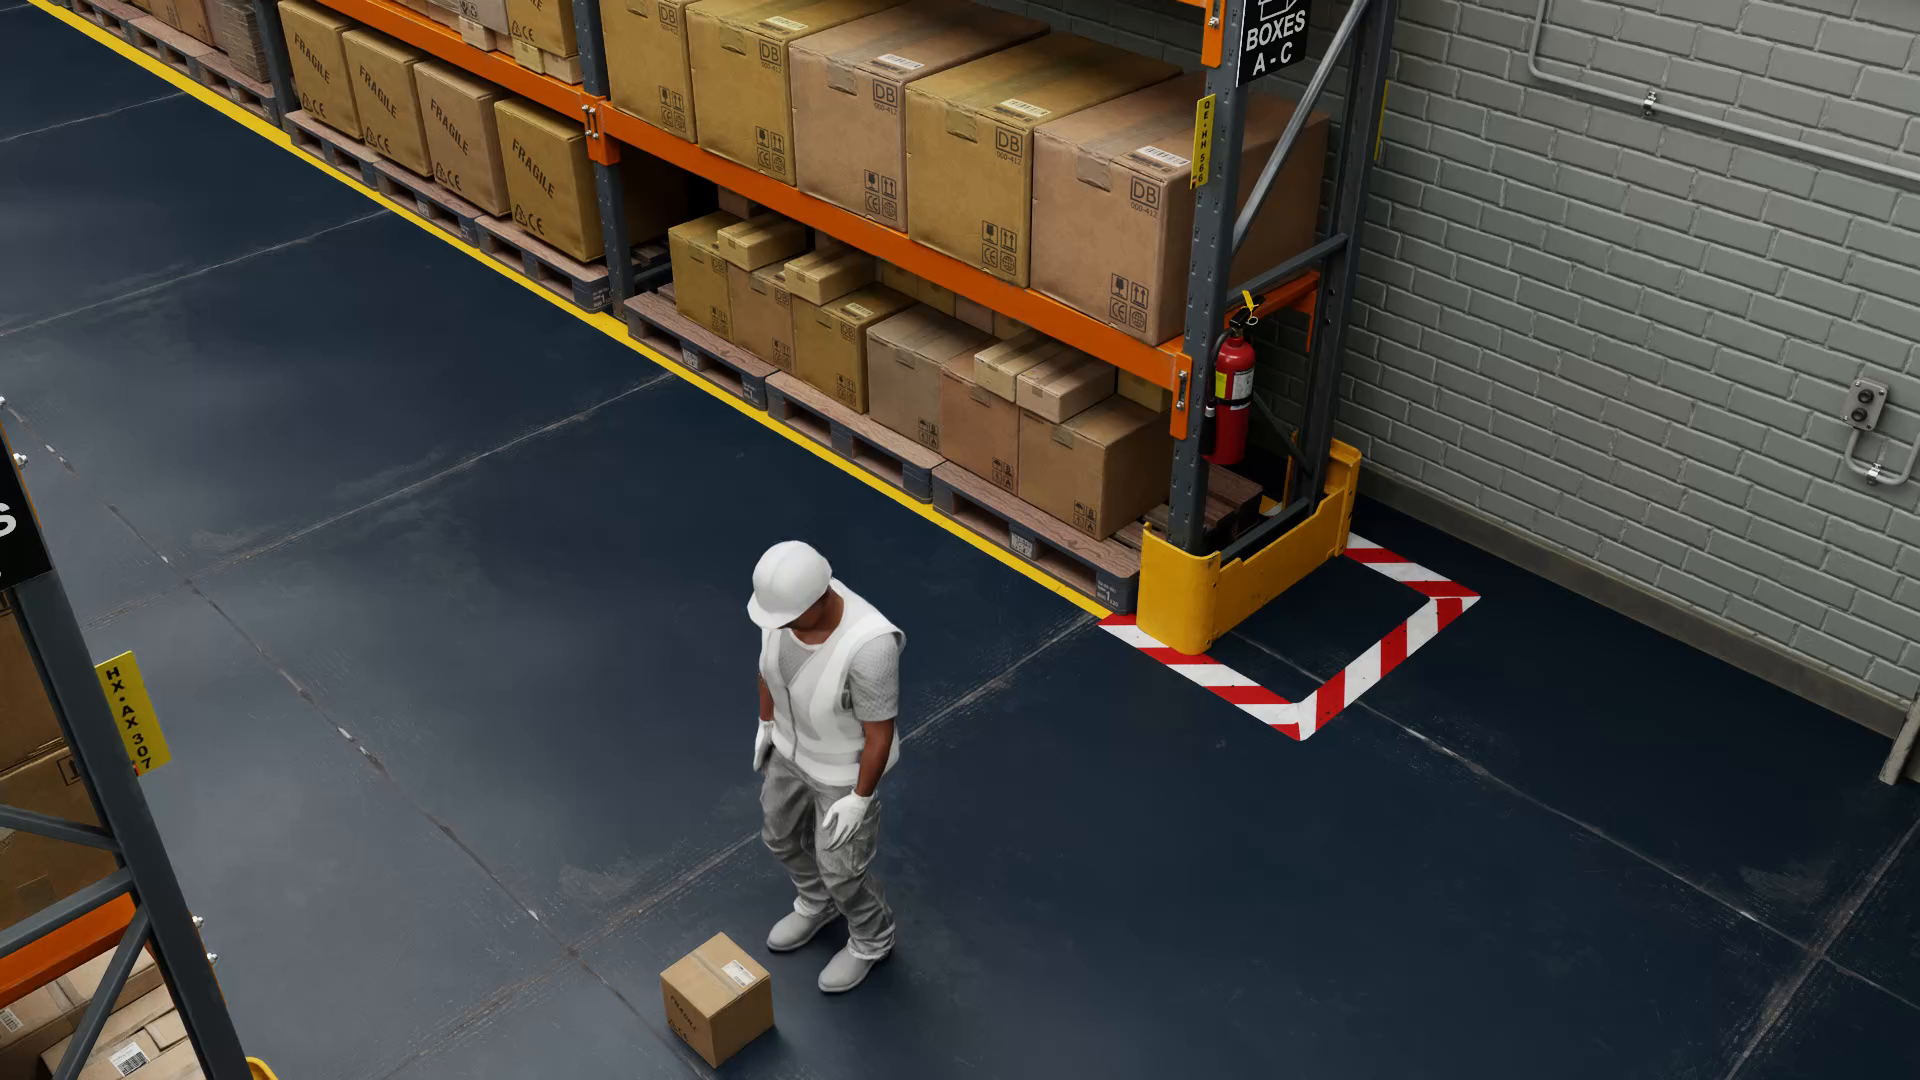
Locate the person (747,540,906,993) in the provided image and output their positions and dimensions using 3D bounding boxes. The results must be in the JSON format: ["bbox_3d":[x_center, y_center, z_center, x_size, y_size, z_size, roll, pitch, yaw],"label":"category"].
[{"bbox_3d":[-0.417,0.693,5.184,0.442,1.741,0.569,-29,44,-34],"label":"person"}]
